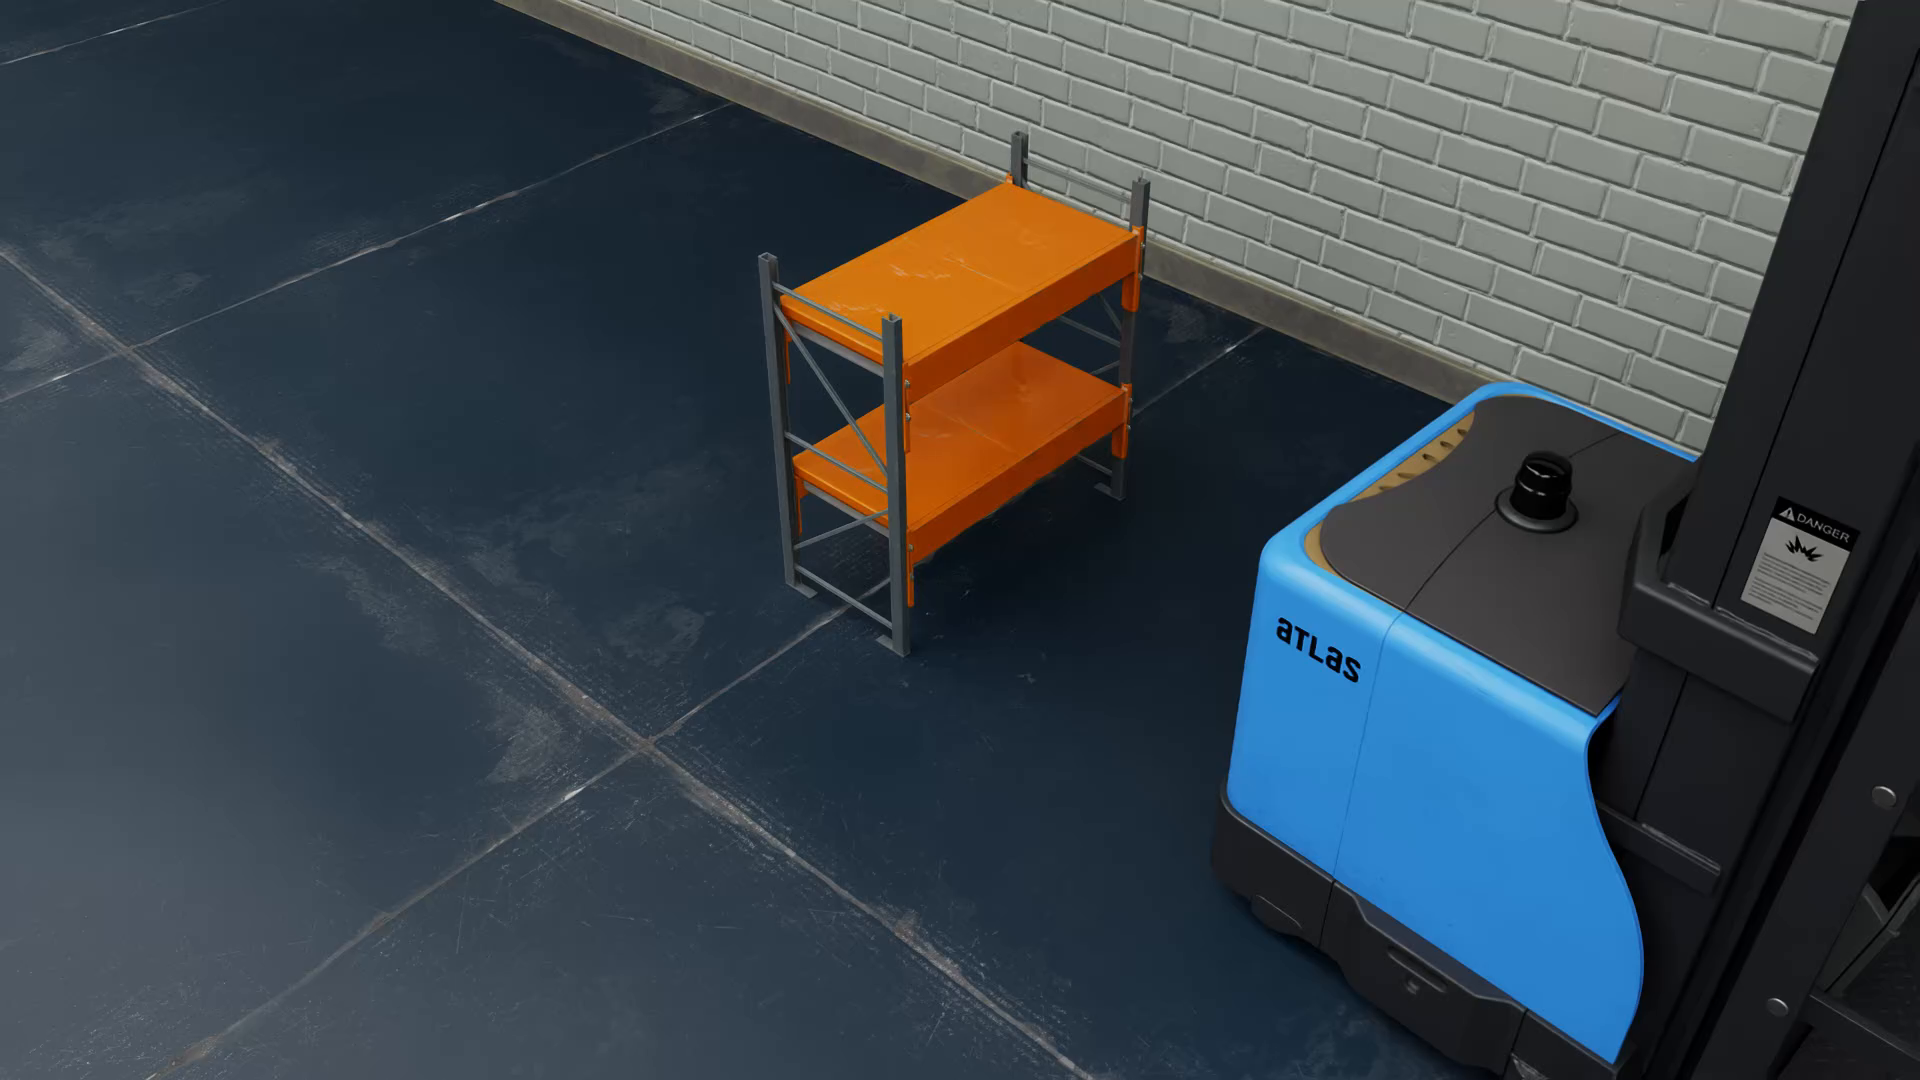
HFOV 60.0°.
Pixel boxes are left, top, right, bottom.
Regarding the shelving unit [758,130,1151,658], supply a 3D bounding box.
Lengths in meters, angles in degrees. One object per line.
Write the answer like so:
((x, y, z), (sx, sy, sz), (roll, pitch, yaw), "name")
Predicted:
((0.005, -0.443, 4.904), (0.538, 1.125, 1.048), (30, 47, 32), "shelving unit")

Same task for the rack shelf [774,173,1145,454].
((0.005, -0.672, 4.722), (0.538, 0.278, 1.000), (30, 47, 32), "rack shelf")

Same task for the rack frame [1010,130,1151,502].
((0.348, -0.677, 5.198), (0.500, 1.125, 0.032), (30, 47, 32), "rack frame")

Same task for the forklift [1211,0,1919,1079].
((2.017, 0.147, 2.710), (1.130, 2.935, 3.031), (-32, 48, -33), "forklift")

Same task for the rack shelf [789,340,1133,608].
((0.005, -0.252, 5.056), (0.538, 0.278, 1.000), (30, 47, 32), "rack shelf")

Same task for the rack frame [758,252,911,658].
((-0.338, -0.210, 4.610), (0.500, 1.125, 0.032), (30, 47, 32), "rack frame")
